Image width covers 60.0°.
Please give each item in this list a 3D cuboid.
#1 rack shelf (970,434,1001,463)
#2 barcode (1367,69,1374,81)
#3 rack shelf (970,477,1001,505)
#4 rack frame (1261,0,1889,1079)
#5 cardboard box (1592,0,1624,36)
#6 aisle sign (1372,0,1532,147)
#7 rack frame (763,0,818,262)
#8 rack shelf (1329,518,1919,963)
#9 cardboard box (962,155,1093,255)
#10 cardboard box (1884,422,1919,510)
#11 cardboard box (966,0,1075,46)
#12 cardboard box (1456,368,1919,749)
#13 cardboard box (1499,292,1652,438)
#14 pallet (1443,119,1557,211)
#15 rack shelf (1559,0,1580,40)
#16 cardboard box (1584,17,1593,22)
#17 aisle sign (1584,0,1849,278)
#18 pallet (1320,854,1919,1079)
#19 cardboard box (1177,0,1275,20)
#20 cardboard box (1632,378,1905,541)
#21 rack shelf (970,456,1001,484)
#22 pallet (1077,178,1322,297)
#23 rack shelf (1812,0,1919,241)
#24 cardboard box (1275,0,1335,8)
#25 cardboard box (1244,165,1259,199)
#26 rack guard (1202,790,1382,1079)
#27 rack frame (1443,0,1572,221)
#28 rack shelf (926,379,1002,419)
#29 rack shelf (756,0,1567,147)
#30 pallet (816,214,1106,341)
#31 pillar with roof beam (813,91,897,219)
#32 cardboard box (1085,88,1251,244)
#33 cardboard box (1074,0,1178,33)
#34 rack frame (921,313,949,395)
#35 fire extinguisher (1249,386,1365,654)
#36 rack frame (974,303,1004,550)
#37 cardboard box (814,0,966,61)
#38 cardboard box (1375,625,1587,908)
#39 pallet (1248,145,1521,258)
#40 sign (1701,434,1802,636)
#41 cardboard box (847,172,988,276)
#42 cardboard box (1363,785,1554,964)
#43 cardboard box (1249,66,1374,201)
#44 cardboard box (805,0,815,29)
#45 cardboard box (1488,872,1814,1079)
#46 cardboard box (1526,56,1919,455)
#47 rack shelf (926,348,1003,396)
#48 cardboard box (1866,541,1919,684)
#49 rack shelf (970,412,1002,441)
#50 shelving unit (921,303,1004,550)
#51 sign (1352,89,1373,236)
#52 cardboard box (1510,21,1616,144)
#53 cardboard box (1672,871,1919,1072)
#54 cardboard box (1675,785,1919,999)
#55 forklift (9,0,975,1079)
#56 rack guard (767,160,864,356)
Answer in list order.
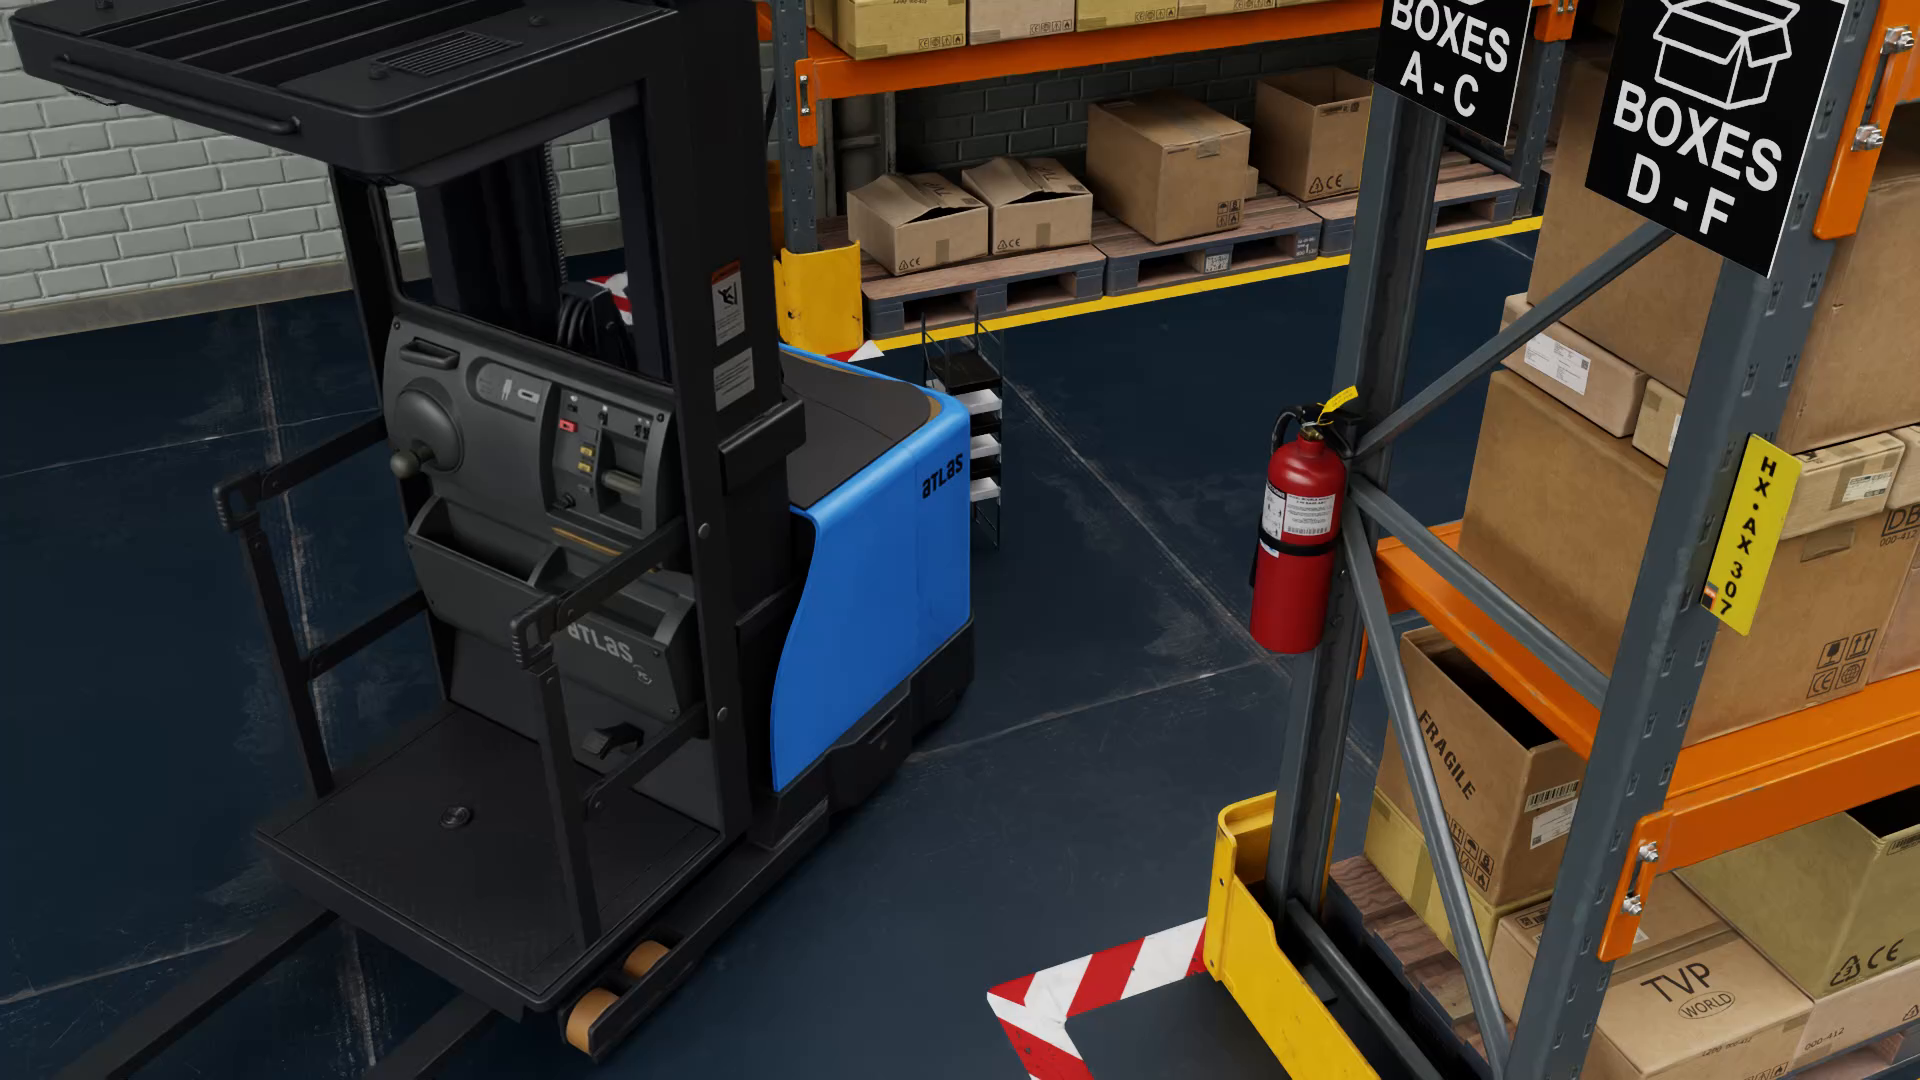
[{"bbox_3d":[0.007,-0.351,6.025,0.200,0.077,0.258,-13,35,-19],"label":"rack shelf"},{"bbox_3d":[2.220,-2.501,8.939,0.075,0.075,0.001,-13,35,-19],"label":"barcode"},{"bbox_3d":[0.007,-0.200,6.124,0.200,0.077,0.258,-13,35,-19],"label":"rack shelf"},{"bbox_3d":[1.044,0.111,3.329,0.127,3.000,1.000,-13,35,-19],"label":"rack frame"},{"bbox_3d":[3.888,-2.933,9.209,0.500,0.250,0.500,-14,35,-20],"label":"cardboard box"},{"bbox_3d":[0.870,-1.113,2.826,0.004,0.787,0.394,-13,35,-19],"label":"aisle sign"},{"bbox_3d":[-0.877,-2.379,7.156,0.127,3.000,1.000,-13,35,-19],"label":"rack frame"},{"bbox_3d":[2.888,-0.010,4.174,4.000,0.370,1.077,-13,35,-19],"label":"rack shelf"},{"bbox_3d":[0.321,-1.658,8.110,0.500,0.311,0.500,-10,34,-15],"label":"cardboard box"},{"bbox_3d":[1.732,-0.235,3.174,0.250,0.149,0.380,-14,36,-20],"label":"cardboard box"},{"bbox_3d":[0.169,-2.385,7.284,0.500,0.250,0.500,-14,36,-20],"label":"cardboard box"},{"bbox_3d":[1.479,-0.023,3.444,0.500,0.500,0.700,-13,35,-19],"label":"cardboard box"},{"bbox_3d":[1.323,-0.379,3.396,0.250,0.149,0.380,-13,35,-20],"label":"cardboard box"},{"bbox_3d":[3.528,-2.220,9.469,1.213,0.211,1.003,-13,35,-19],"label":"pallet"},{"bbox_3d":[4.655,-3.345,9.299,4.000,0.370,1.077,-13,35,-19],"label":"rack shelf"},{"bbox_3d":[3.940,-2.659,9.474,0.500,0.500,0.700,-14,35,-20],"label":"cardboard box"},{"bbox_3d":[1.102,-0.811,2.362,0.004,0.787,0.394,-13,35,-19],"label":"aisle sign"},{"bbox_3d":[1.733,1.097,4.370,1.213,0.211,1.003,-13,35,-19],"label":"pallet"},{"bbox_3d":[1.108,-2.595,7.607,0.500,0.250,0.500,-13,35,-19],"label":"cardboard box"},{"bbox_3d":[1.489,-0.177,3.086,0.250,0.149,0.380,-13,35,-19],"label":"cardboard box"},{"bbox_3d":[0.007,-0.276,6.074,0.200,0.077,0.258,-13,35,-19],"label":"rack shelf"},{"bbox_3d":[1.079,-1.636,8.570,1.213,0.211,1.003,-13,35,-19],"label":"pallet"},{"bbox_3d":[2.888,-1.267,3.356,4.000,0.370,1.077,-13,35,-19],"label":"rack shelf"},{"bbox_3d":[1.571,-2.702,7.771,0.500,0.250,0.500,-13,35,-19],"label":"cardboard box"},{"bbox_3d":[1.329,-1.886,8.608,0.250,0.149,0.380,-16,36,-23],"label":"cardboard box"},{"bbox_3d":[1.022,1.164,4.003,0.348,0.500,1.175,-13,35,-19],"label":"rack guard"},{"bbox_3d":[2.811,-3.224,8.454,0.127,3.000,1.000,-13,35,-19],"label":"rack frame"},{"bbox_3d":[0.007,-0.502,5.927,0.200,0.077,0.258,-13,35,-19],"label":"rack shelf"},{"bbox_3d":[0.967,-2.500,8.002,4.000,0.370,1.077,-13,35,-19],"label":"rack shelf"},{"bbox_3d":[-0.044,-1.380,8.178,1.213,0.211,1.003,-13,35,-19],"label":"pallet"},{"bbox_3d":[1.100,-3.312,3.089,0.400,9.000,9.100,-13,35,-19],"label":"pillar with roof beam"},{"bbox_3d":[1.017,-1.867,8.257,0.500,0.500,0.700,-15,36,-22],"label":"cardboard box"},{"bbox_3d":[0.641,-2.490,7.445,0.500,0.250,0.500,-13,35,-20],"label":"cardboard box"},{"bbox_3d":[-0.086,-0.357,5.974,0.006,0.900,0.240,-13,35,-19],"label":"rack frame"},{"bbox_3d":[0.755,-0.065,3.671,0.183,0.674,0.296,-13,35,-19],"label":"fire extinguisher"},{"bbox_3d":[0.101,-0.400,6.040,0.006,0.900,0.240,-13,35,-19],"label":"rack frame"},{"bbox_3d":[-0.304,-2.268,7.105,0.500,0.250,0.500,-14,36,-20],"label":"cardboard box"},{"bbox_3d":[1.423,0.510,4.164,0.500,0.500,0.500,-13,35,-19],"label":"cardboard box"},{"bbox_3d":[2.205,-1.895,8.970,1.213,0.211,1.003,-13,35,-19],"label":"pallet"},{"bbox_3d":[1.253,-0.005,2.641,0.005,0.325,0.100,-13,35,-19],"label":"sign"},{"bbox_3d":[-0.204,-1.538,7.925,0.500,0.311,0.500,-17,37,-24],"label":"cardboard box"},{"bbox_3d":[1.424,0.826,4.367,0.500,0.250,0.500,-13,35,-19],"label":"cardboard box"},{"bbox_3d":[1.870,-2.121,8.648,0.500,0.500,0.500,-16,36,-22],"label":"cardboard box"},{"bbox_3d":[-0.521,-2.521,7.493,0.500,0.250,0.500,-12,35,-18],"label":"cardboard box"},{"bbox_3d":[1.625,1.086,3.967,0.500,0.250,0.500,-13,35,-19],"label":"cardboard box"},{"bbox_3d":[1.528,-0.578,3.107,0.500,0.500,0.700,-13,35,-19],"label":"cardboard box"},{"bbox_3d":[0.008,-0.577,5.878,0.200,0.077,0.258,-13,35,-19],"label":"rack shelf"},{"bbox_3d":[1.962,-0.136,3.618,0.500,0.500,0.700,-12,35,-18],"label":"cardboard box"},{"bbox_3d":[0.007,-0.426,5.976,0.200,0.077,0.258,-13,35,-19],"label":"rack shelf"},{"bbox_3d":[0.007,-0.379,6.007,0.210,0.900,0.258,-13,35,-19],"label":"shelving unit"},{"bbox_3d":[0.847,-0.750,3.373,0.005,0.325,0.100,-13,35,-19],"label":"sign"},{"bbox_3d":[3.483,-2.524,9.268,0.500,0.500,0.700,-12,35,-17],"label":"cardboard box"},{"bbox_3d":[2.084,0.979,4.132,0.500,0.250,0.500,-13,35,-19],"label":"cardboard box"},{"bbox_3d":[2.085,0.665,3.926,0.500,0.500,0.500,-13,35,-19],"label":"cardboard box"},{"bbox_3d":[-1.180,-0.213,3.890,1.130,2.935,3.031,20,38,27],"label":"forklift"},{"bbox_3d":[-0.807,-1.348,7.863,0.348,0.500,1.175,-13,35,-19],"label":"rack guard"}]
